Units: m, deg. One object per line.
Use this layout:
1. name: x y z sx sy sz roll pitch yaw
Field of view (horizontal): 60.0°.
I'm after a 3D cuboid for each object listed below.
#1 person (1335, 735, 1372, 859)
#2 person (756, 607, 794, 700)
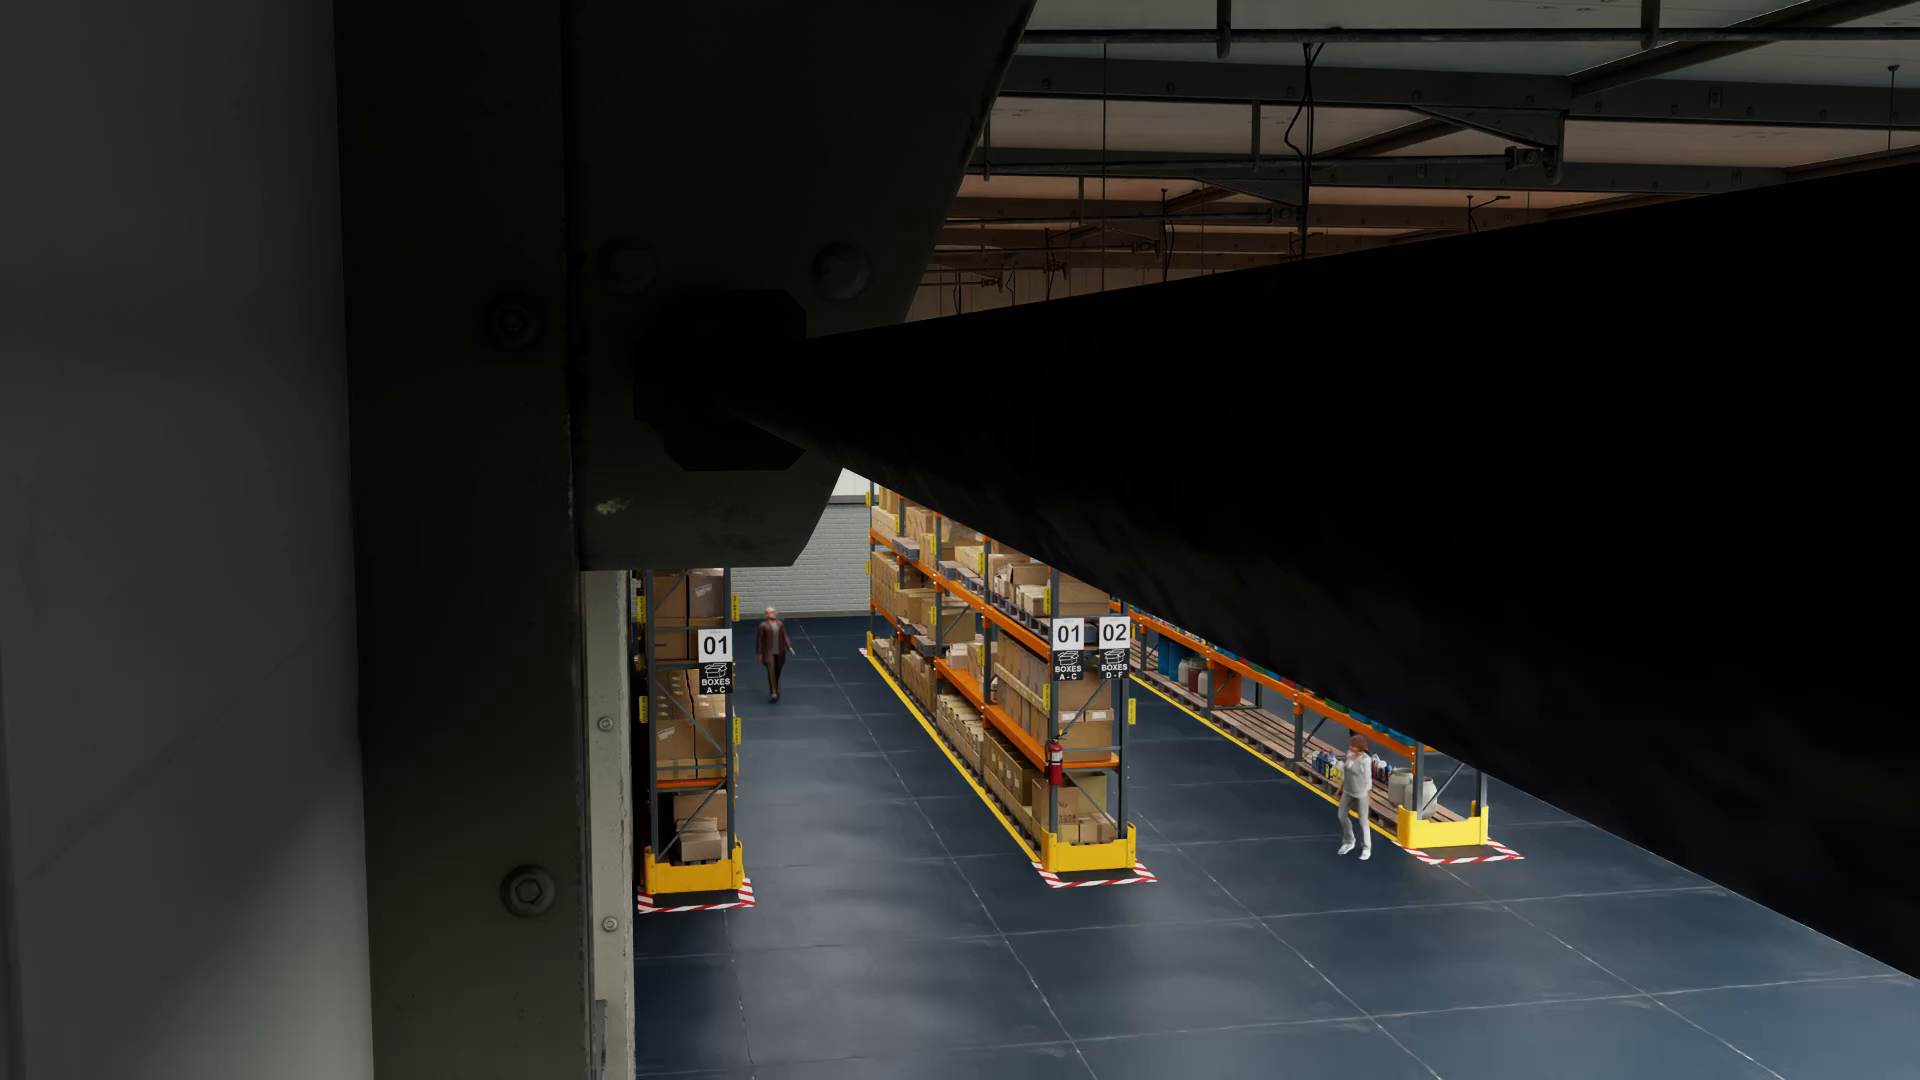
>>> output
1. person: 5.086 3.290 21.445 0.346 1.610 0.493 -4 7 -34
2. person: -3.542 2.147 31.768 0.696 1.720 1.129 -2 6 -19
